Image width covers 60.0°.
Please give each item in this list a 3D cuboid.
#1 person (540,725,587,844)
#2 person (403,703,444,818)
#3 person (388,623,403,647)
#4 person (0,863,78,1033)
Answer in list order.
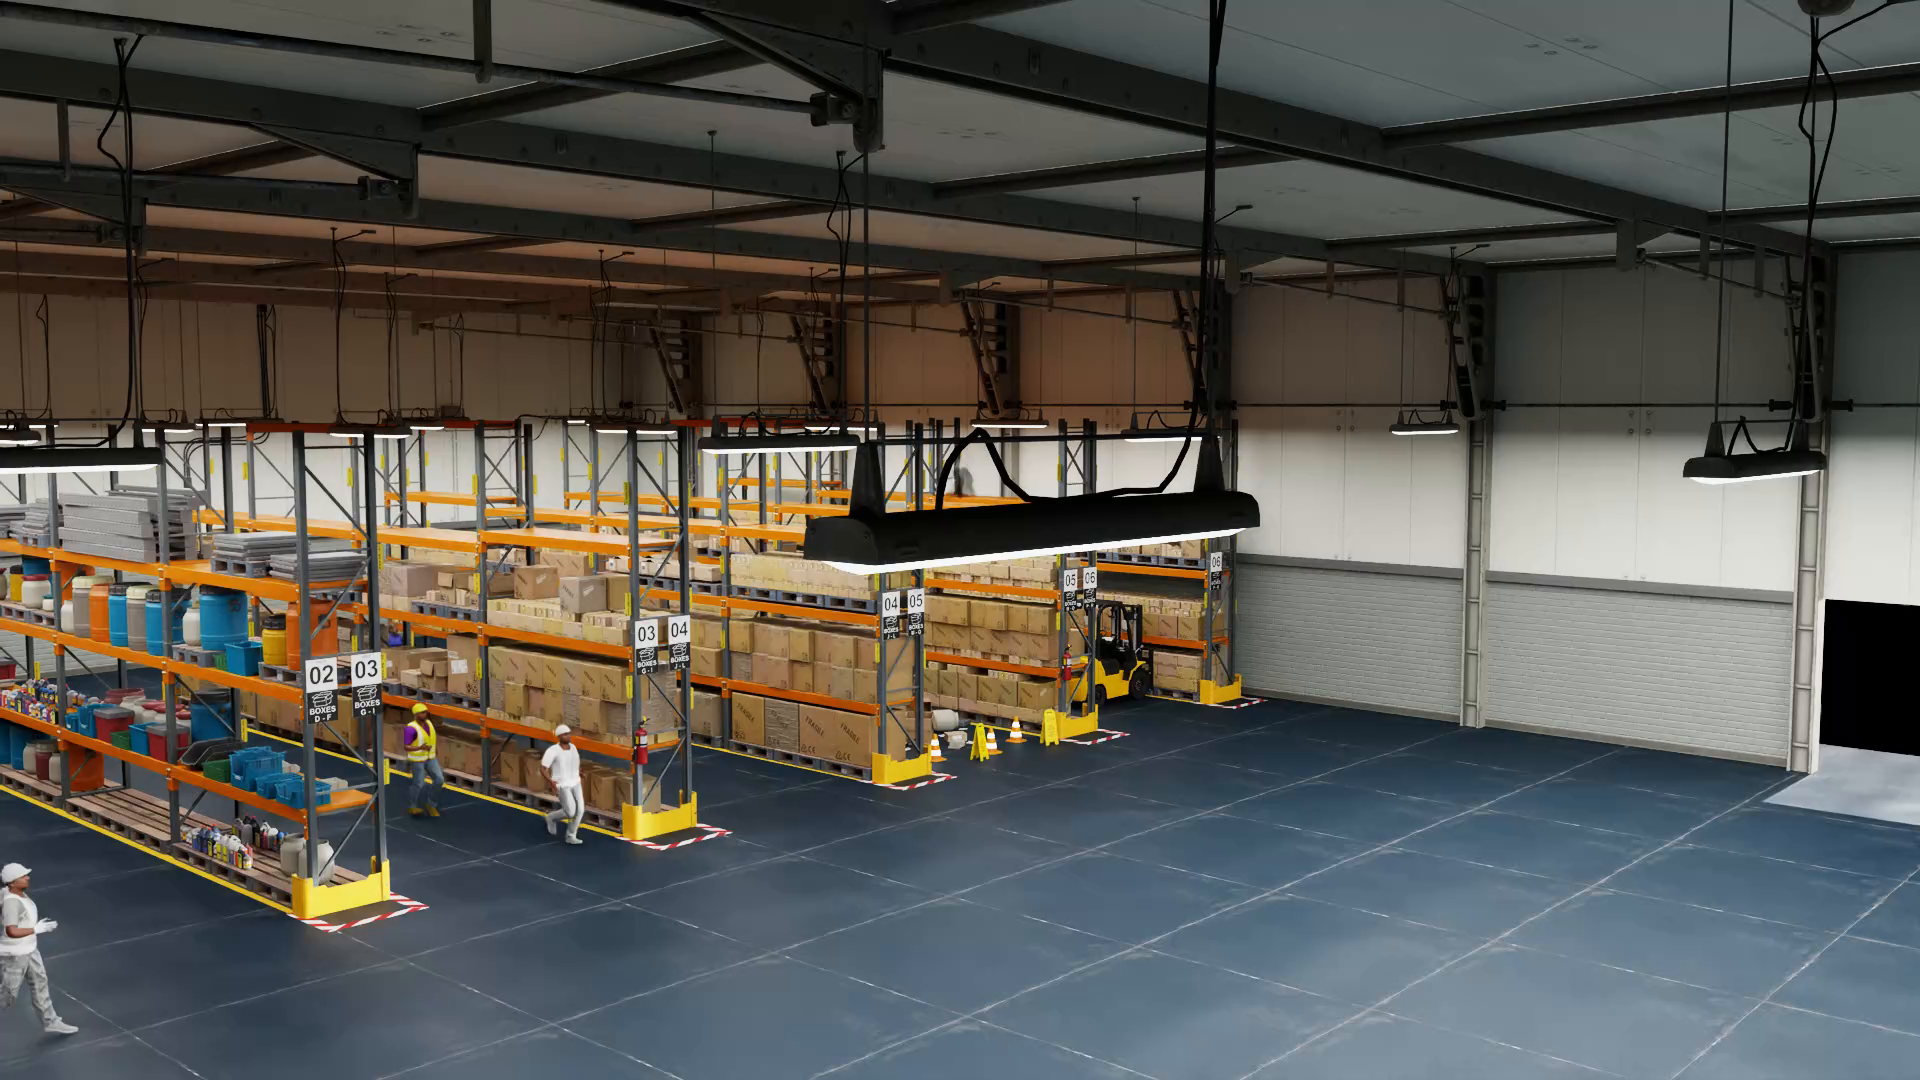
[{"bbox_3d":[-5.678,3.514,23.952,0.605,1.706,0.689,3,6,37],"label":"person"},{"bbox_3d":[-8.203,3.384,25.414,0.738,1.806,0.671,3,6,33],"label":"person"},{"bbox_3d":[-12.191,2.599,35.881,0.560,1.613,0.576,4,6,43],"label":"person"},{"bbox_3d":[-9.294,4.071,16.405,0.978,1.793,0.692,-2,5,-20],"label":"person"}]
